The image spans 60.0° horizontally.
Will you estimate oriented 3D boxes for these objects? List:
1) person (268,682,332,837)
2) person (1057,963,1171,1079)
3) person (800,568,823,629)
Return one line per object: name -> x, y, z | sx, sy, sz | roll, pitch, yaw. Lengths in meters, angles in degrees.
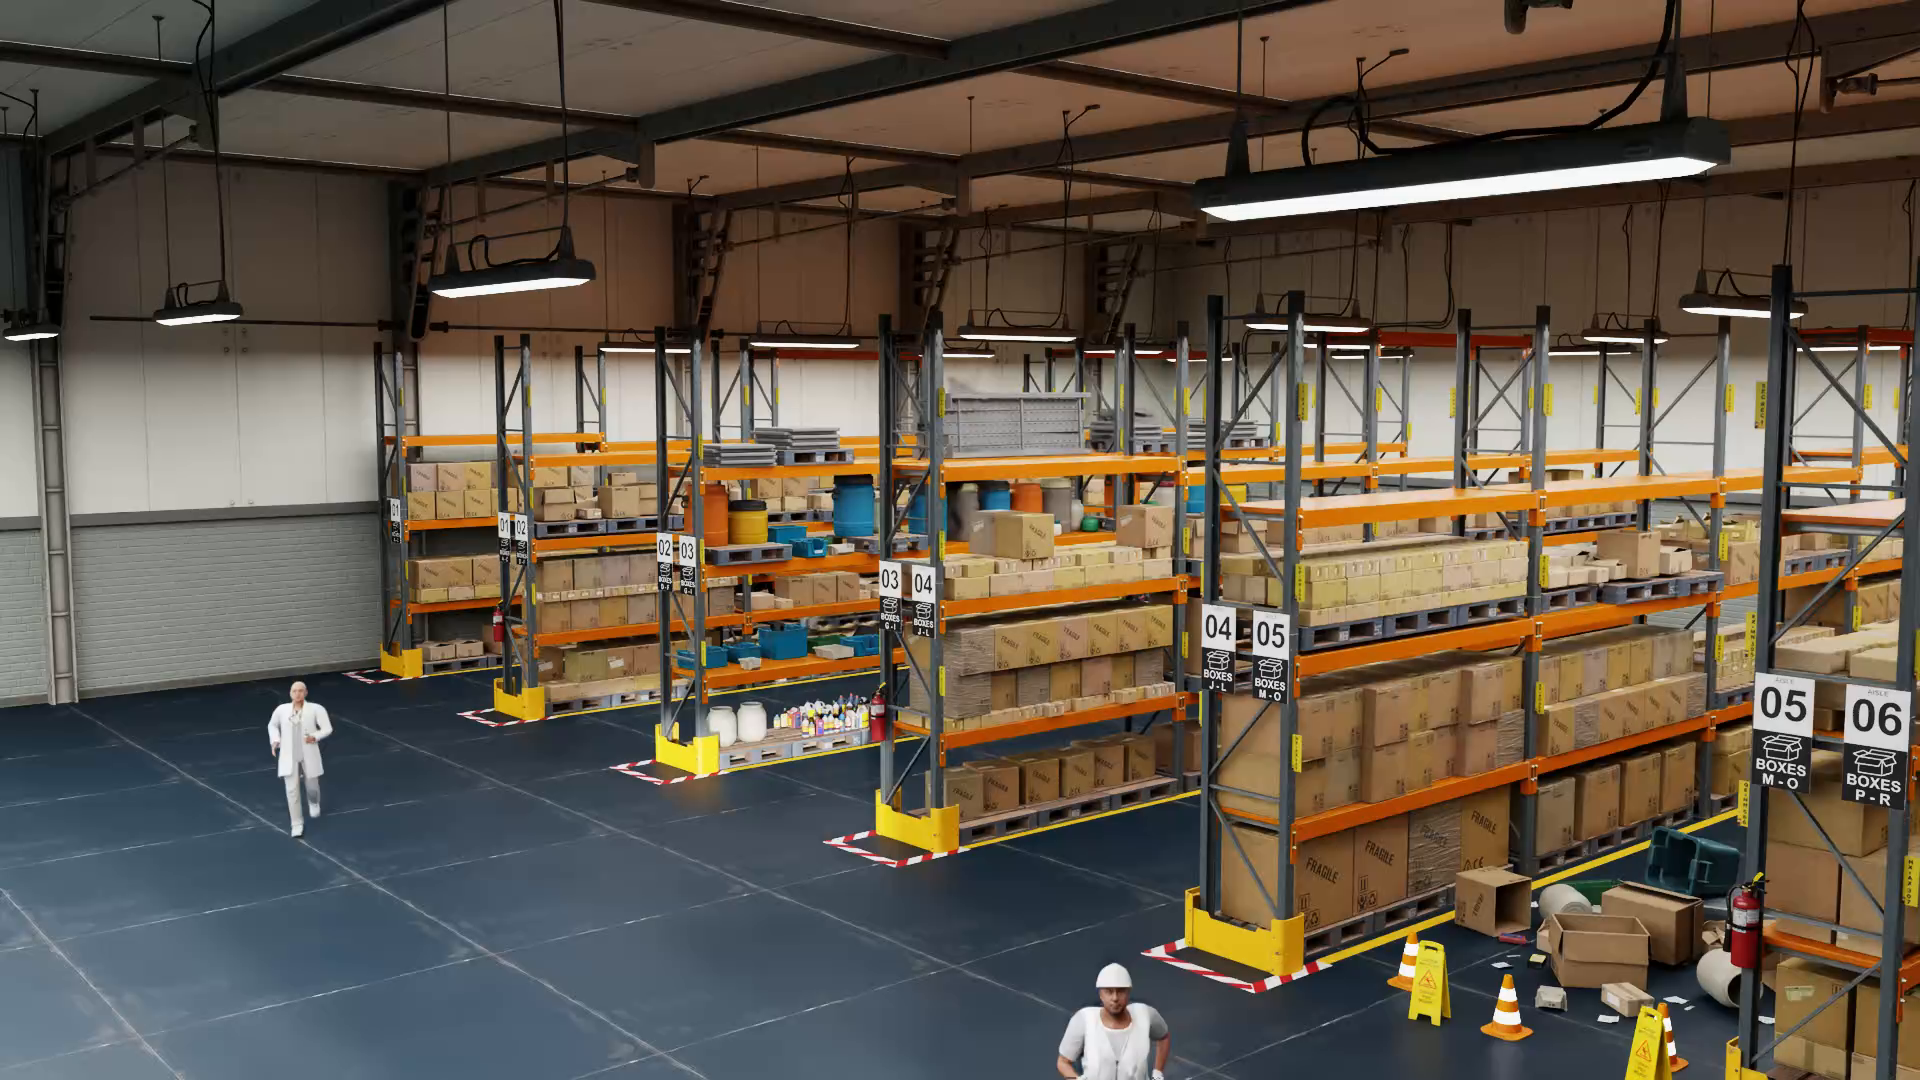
person -> -7.715, 2.547, 19.437 | 0.720, 1.703, 0.916 | -1, 5, -15
person -> 0.911, 3.374, 9.818 | 0.682, 1.792, 0.985 | 0, 5, 4
person -> -2.888, 1.309, 32.834 | 0.657, 1.740, 0.673 | 4, 7, 40
